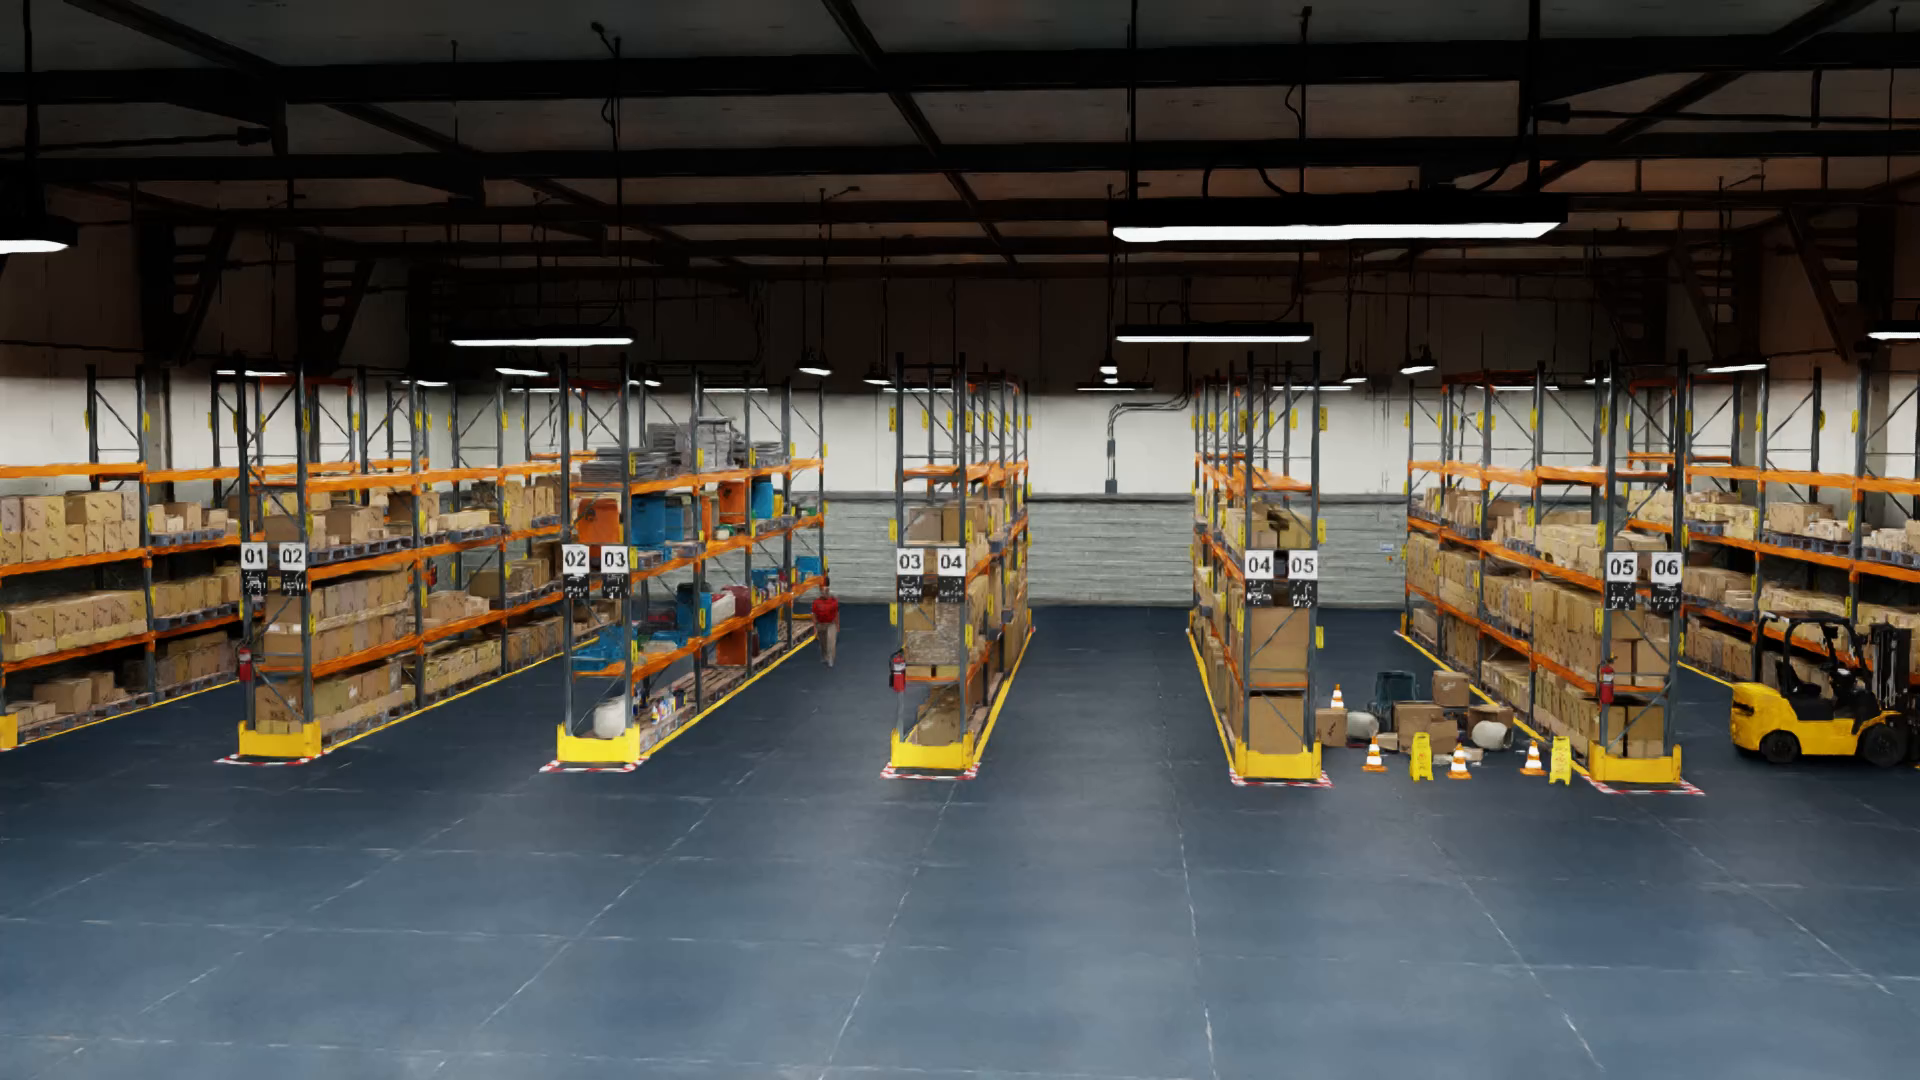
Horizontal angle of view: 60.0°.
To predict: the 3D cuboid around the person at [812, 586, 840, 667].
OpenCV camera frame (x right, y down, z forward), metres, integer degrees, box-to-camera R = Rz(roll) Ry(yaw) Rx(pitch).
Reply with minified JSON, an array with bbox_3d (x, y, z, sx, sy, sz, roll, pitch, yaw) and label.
[{"bbox_3d":[-2.753,1.746,33.939,0.547,1.640,1.116,0,4,3],"label":"person"}]
